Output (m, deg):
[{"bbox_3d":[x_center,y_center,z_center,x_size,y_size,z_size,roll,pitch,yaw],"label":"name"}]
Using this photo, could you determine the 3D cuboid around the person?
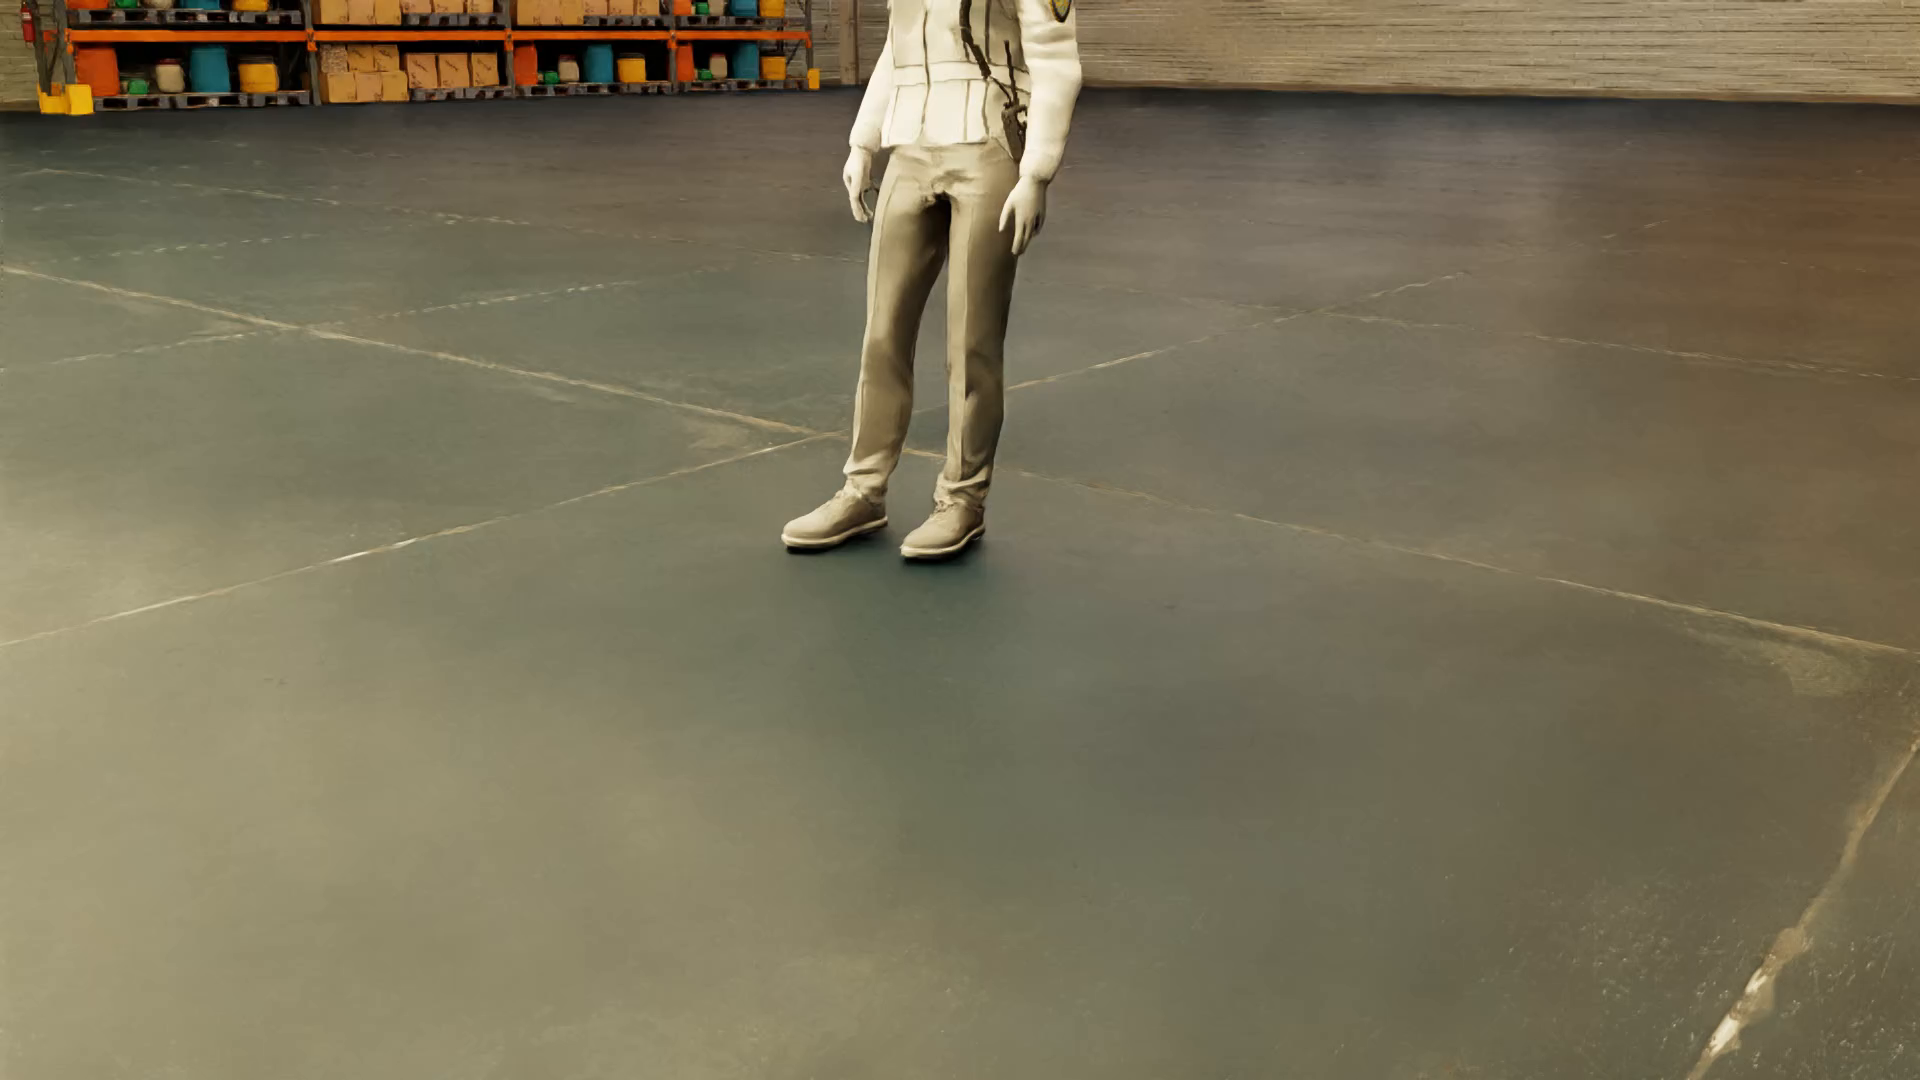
[{"bbox_3d":[-0.049,-0.804,3.648,0.586,1.695,0.532,13,21,37],"label":"person"}]
